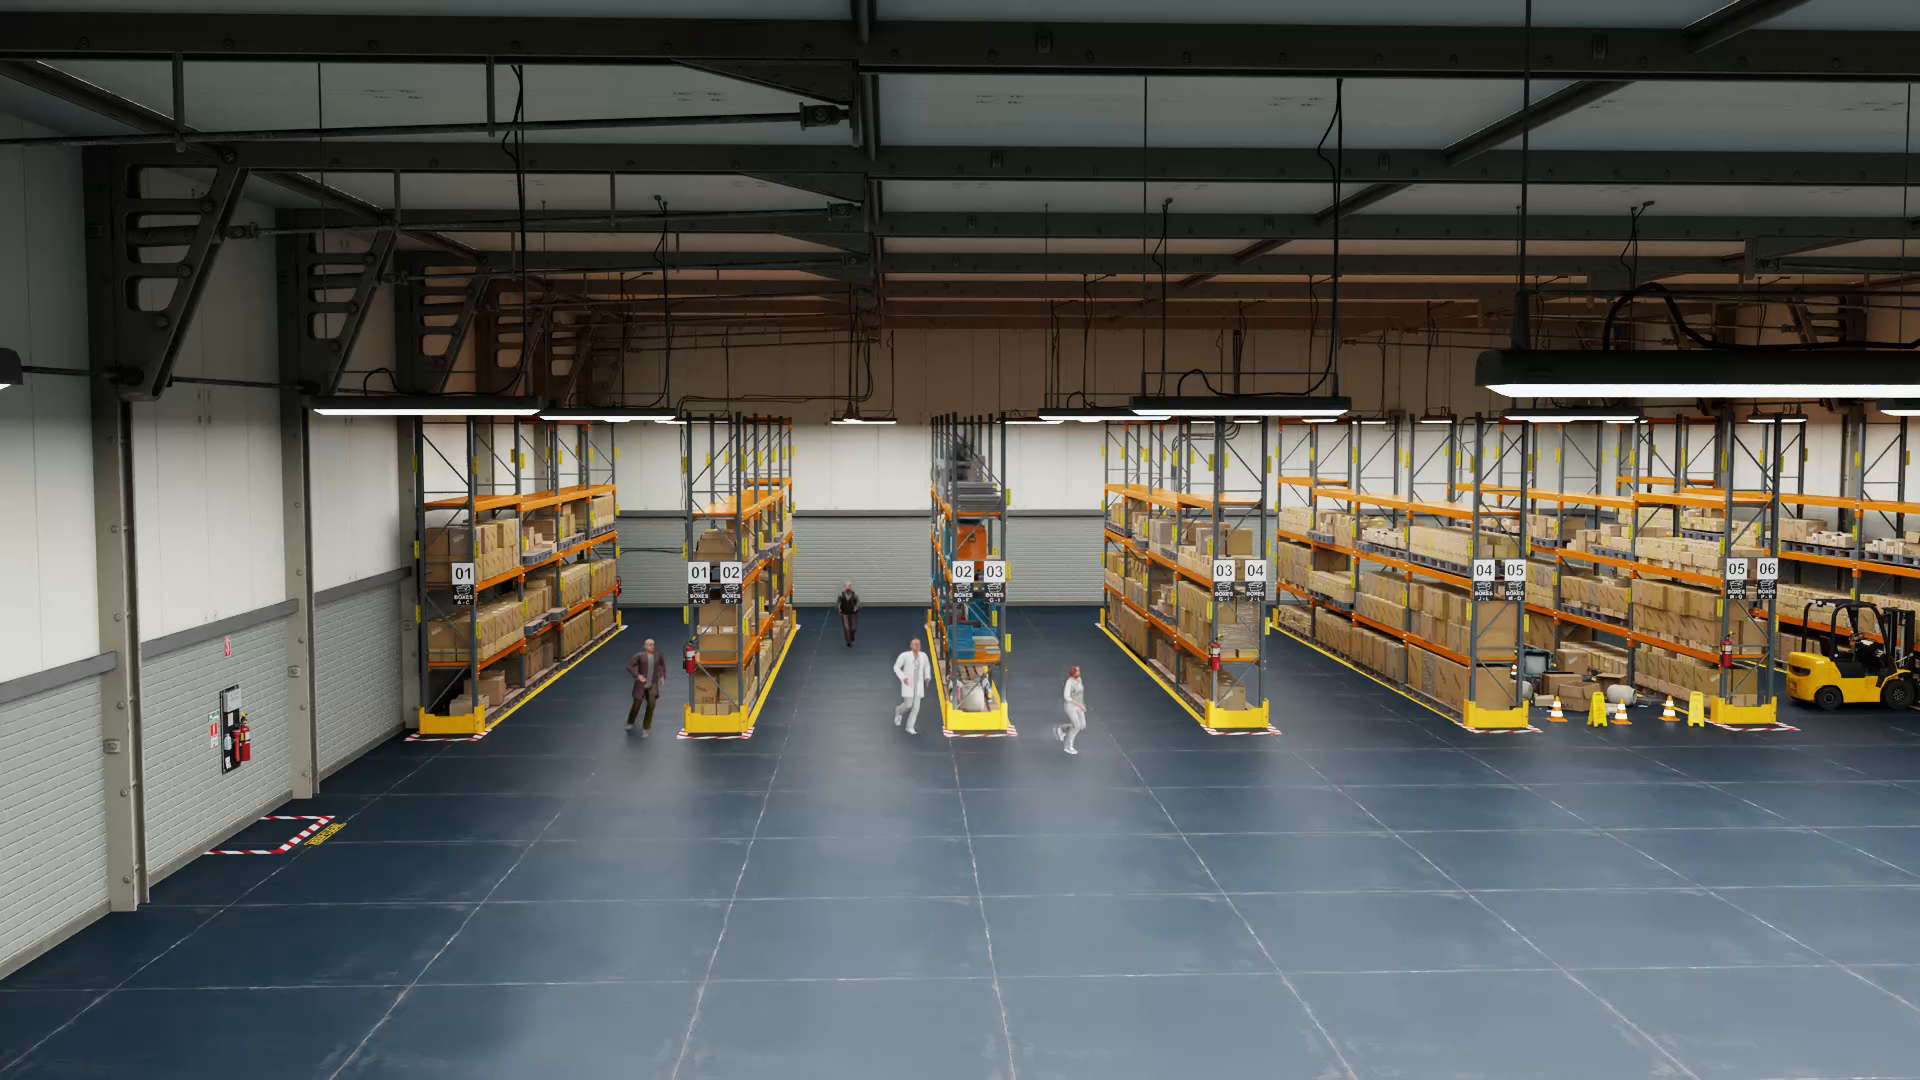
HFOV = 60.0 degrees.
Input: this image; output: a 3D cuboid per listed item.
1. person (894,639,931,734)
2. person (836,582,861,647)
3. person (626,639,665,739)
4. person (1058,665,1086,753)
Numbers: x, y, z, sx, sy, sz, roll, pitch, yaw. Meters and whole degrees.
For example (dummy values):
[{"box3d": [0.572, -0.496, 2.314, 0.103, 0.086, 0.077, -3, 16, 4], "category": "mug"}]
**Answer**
[{"box3d": [-0.887, 2.735, 31.368, 0.739, 1.752, 0.733, -2, 4, -26], "category": "person"}, {"box3d": [-2.913, 1.933, 43.361, 0.652, 1.680, 0.640, 0, 4, -5], "category": "person"}, {"box3d": [-5.827, 2.743, 30.981, 0.764, 1.806, 0.885, -2, 4, -23], "category": "person"}, {"box3d": [1.980, 2.964, 29.244, 0.608, 1.564, 0.561, 3, 5, 33], "category": "person"}]
